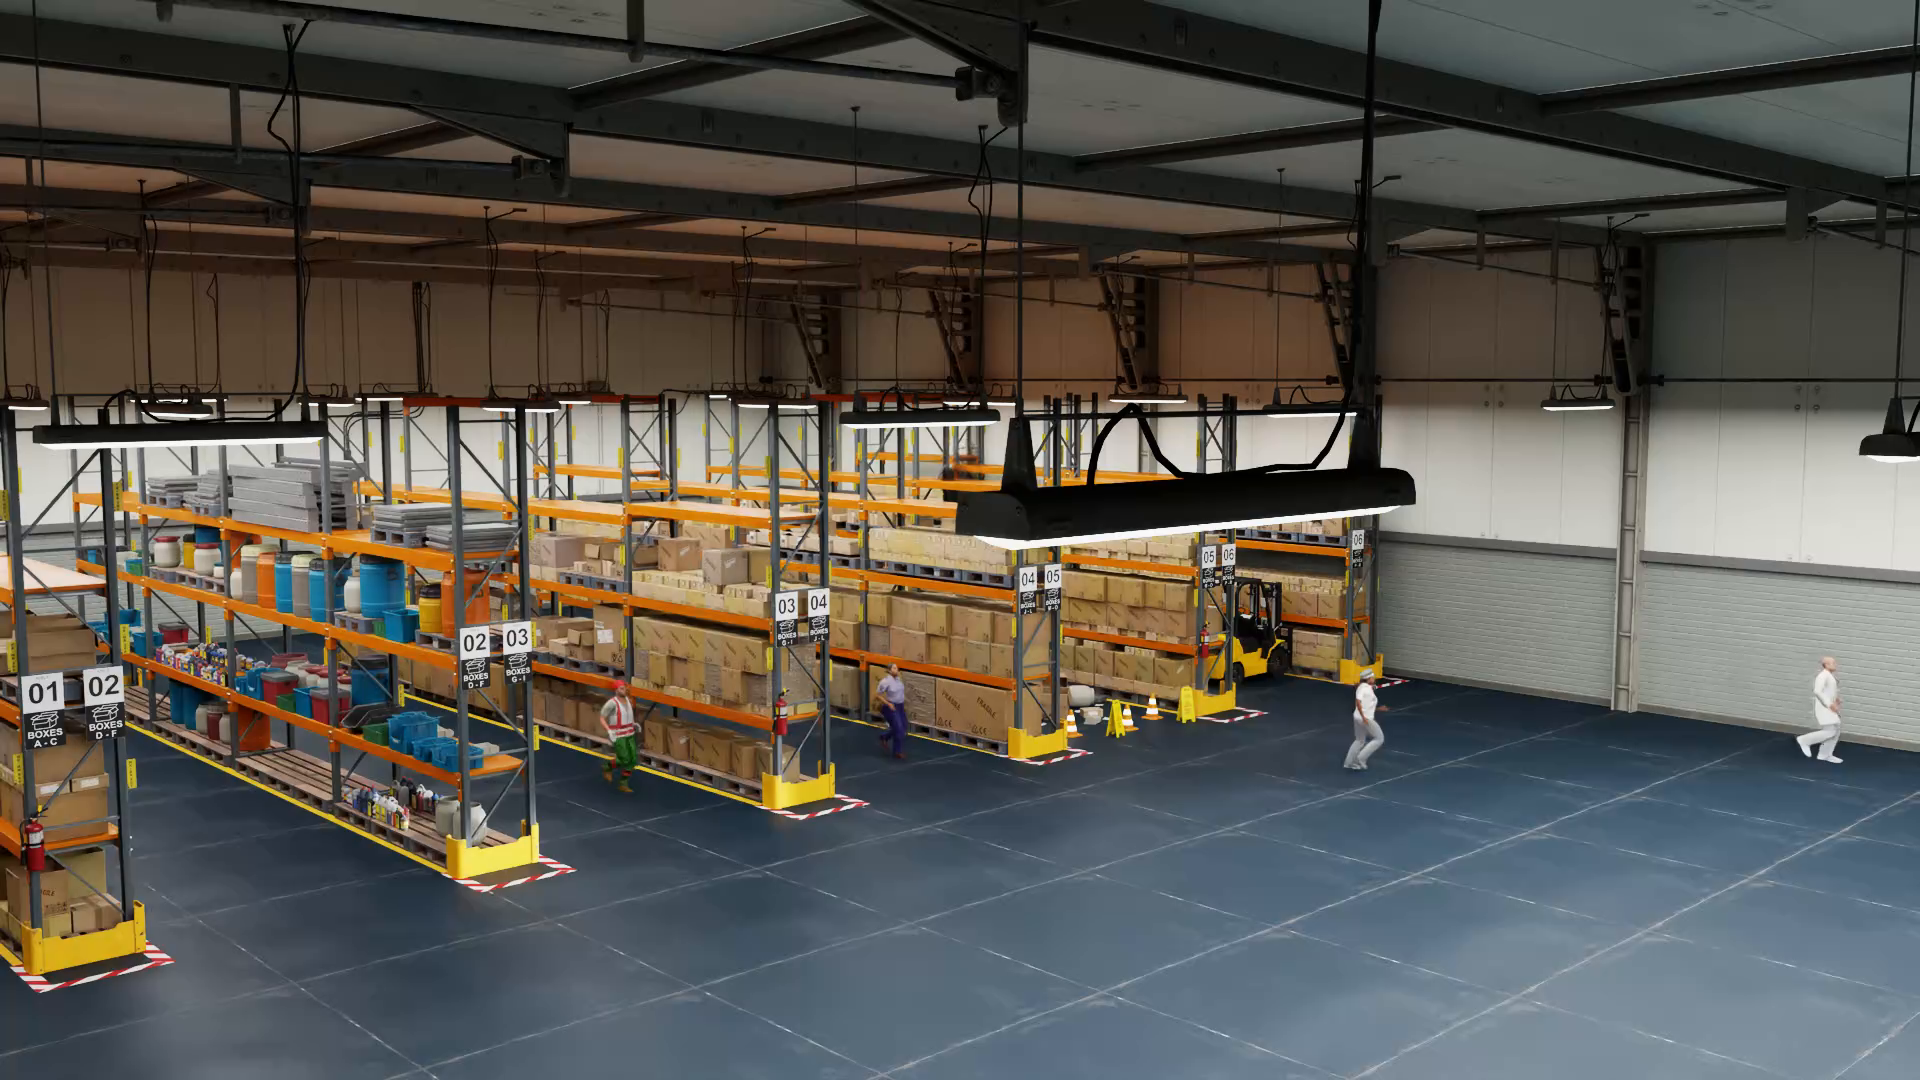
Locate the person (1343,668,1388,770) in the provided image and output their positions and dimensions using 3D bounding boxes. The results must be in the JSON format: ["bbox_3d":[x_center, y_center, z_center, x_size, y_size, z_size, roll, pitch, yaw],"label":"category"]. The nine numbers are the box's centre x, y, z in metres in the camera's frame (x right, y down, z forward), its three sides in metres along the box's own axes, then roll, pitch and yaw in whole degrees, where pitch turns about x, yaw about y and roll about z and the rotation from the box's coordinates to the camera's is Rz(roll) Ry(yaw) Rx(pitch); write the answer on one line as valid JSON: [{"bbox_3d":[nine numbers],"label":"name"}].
[{"bbox_3d":[6.586,2.895,26.883,0.717,1.651,0.542,0,6,-4],"label":"person"}]

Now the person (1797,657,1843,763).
[{"bbox_3d":[14.322,2.798,27.627,0.683,1.755,0.736,4,7,33],"label":"person"}]

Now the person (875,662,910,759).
[{"bbox_3d":[-1.138,2.852,27.859,0.669,1.579,0.613,4,7,35],"label":"person"}]

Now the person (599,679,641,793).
[{"bbox_3d":[-5.219,3.004,25.548,0.605,1.743,0.657,4,7,35],"label":"person"}]
